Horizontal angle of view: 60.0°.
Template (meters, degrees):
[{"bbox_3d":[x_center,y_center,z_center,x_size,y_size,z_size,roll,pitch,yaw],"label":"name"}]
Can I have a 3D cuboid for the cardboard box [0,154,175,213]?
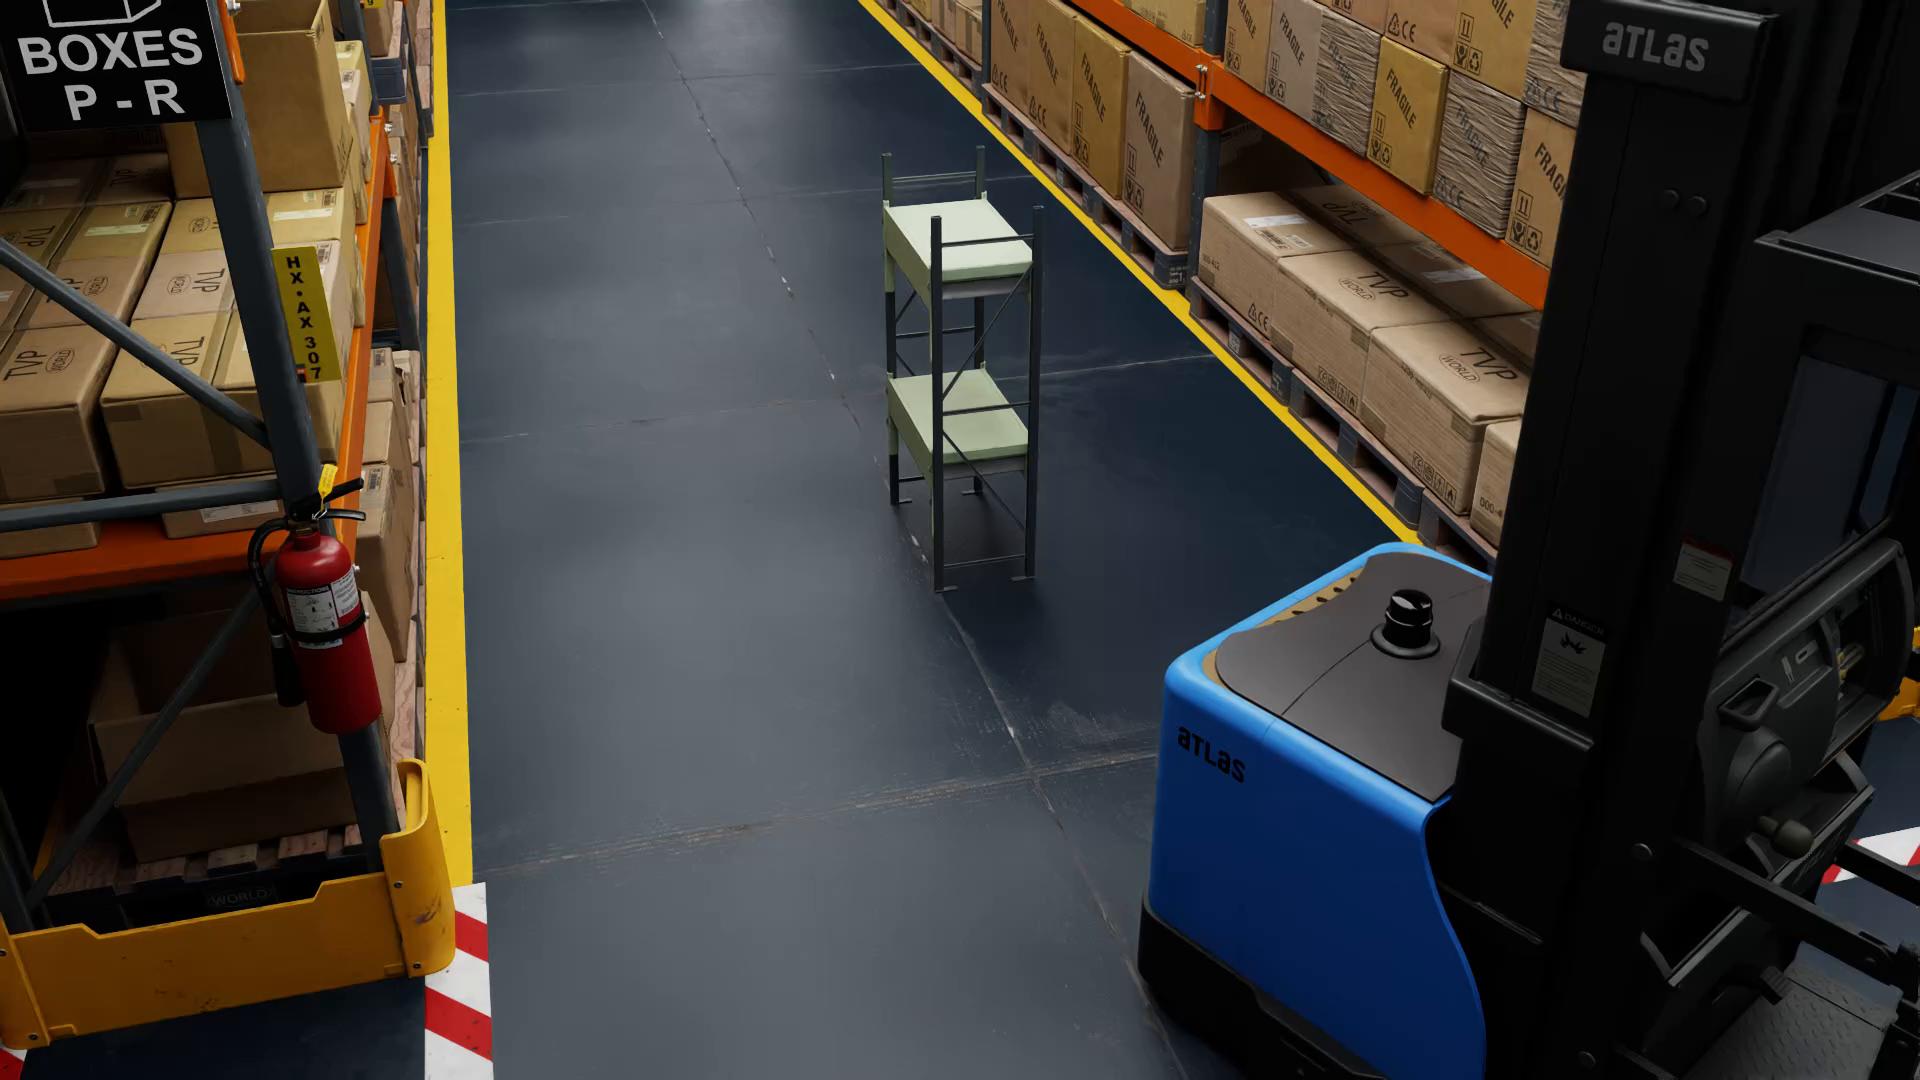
[{"bbox_3d":[-2.785,-1.053,5.428,0.500,0.250,0.500,-8,31,-13],"label":"cardboard box"}]

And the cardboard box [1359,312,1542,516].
[{"bbox_3d":[2.256,-0.542,6.831,0.875,0.438,0.875,-7,31,-12],"label":"cardboard box"}]

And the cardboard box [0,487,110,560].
[{"bbox_3d":[-2.353,-0.077,4.139,0.380,0.149,0.250,-8,31,-14],"label":"cardboard box"}]

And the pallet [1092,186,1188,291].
[{"bbox_3d":[1.440,-1.810,9.667,1.003,0.211,1.213,-8,31,-13],"label":"pallet"}]

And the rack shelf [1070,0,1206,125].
[{"bbox_3d":[1.186,-3.309,10.191,1.077,0.370,4.000,-8,31,-13],"label":"rack shelf"}]

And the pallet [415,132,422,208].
[{"bbox_3d":[-3.968,-2.352,10.603,1.003,0.211,1.213,-8,31,-13],"label":"pallet"}]

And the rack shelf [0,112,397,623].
[{"bbox_3d":[-2.537,-0.716,5.710,1.077,0.370,4.000,-8,31,-13],"label":"rack shelf"}]

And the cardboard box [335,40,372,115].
[{"bbox_3d":[-2.697,-1.843,6.793,0.500,0.250,0.500,-7,31,-12],"label":"cardboard box"}]

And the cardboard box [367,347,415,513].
[{"bbox_3d":[-2.542,-0.388,6.503,0.700,0.500,0.500,-9,31,-15],"label":"cardboard box"}]

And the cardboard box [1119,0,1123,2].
[{"bbox_3d":[1.105,-3.265,9.547,0.500,0.250,0.500,-9,31,-15],"label":"cardboard box"}]

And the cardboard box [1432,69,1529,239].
[{"bbox_3d":[2.131,-1.455,6.170,0.500,0.500,0.500,-7,31,-12],"label":"cardboard box"}]

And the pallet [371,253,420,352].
[{"bbox_3d":[-3.320,-1.174,8.567,1.003,0.211,1.213,-8,31,-13],"label":"pallet"}]

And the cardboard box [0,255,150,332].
[{"bbox_3d":[-2.520,-0.561,4.578,0.500,0.250,0.500,-8,31,-13],"label":"cardboard box"}]

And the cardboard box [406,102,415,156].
[{"bbox_3d":[-3.687,-2.606,10.334,0.500,0.500,0.500,-8,31,-14],"label":"cardboard box"}]

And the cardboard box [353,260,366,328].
[{"bbox_3d":[-2.123,-0.776,5.348,0.380,0.149,0.250,-9,31,-15],"label":"cardboard box"}]

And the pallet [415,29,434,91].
[{"bbox_3d":[-4.630,-3.709,12.947,1.003,0.211,1.213,-8,31,-13],"label":"pallet"}]

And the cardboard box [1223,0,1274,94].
[{"bbox_3d":[1.589,-2.436,7.865,0.500,0.500,0.500,-7,31,-12],"label":"cardboard box"}]

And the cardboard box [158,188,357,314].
[{"bbox_3d":[-2.138,-0.868,5.107,0.500,0.250,0.500,-8,31,-14],"label":"cardboard box"}]

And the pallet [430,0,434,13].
[{"bbox_3d":[-5.362,-5.040,15.246,1.003,0.211,1.213,-8,31,-13],"label":"pallet"}]

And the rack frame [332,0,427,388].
[{"bbox_3d":[-3.068,-1.993,7.199,1.000,3.000,0.127,-8,31,-13],"label":"rack frame"}]

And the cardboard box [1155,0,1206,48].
[{"bbox_3d":[1.355,-2.773,8.696,0.500,0.250,0.500,-9,31,-14],"label":"cardboard box"}]

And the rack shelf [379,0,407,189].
[{"bbox_3d":[-3.598,-2.648,9.048,1.077,0.370,4.000,-8,31,-13],"label":"rack shelf"}]

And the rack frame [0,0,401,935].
[{"bbox_3d":[-2.006,-0.061,3.861,1.000,3.000,0.127,-8,31,-13],"label":"rack frame"}]

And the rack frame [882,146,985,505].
[{"bbox_3d":[-0.099,-0.829,6.685,0.400,1.500,0.023,-8,31,-13],"label":"rack frame"}]

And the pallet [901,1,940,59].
[{"bbox_3d":[0.129,-4.345,14.047,1.003,0.211,1.213,-8,31,-13],"label":"pallet"}]

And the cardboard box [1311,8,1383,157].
[{"bbox_3d":[1.845,-1.952,7.028,0.500,0.500,0.500,-8,31,-13],"label":"cardboard box"}]

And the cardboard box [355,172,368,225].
[{"bbox_3d":[-2.419,-1.269,6.198,0.380,0.149,0.250,-8,31,-14],"label":"cardboard box"}]

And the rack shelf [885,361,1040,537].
[{"bbox_3d":[-0.002,-0.370,6.543,0.431,0.370,0.720,-8,31,-13],"label":"rack shelf"}]

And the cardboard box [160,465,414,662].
[{"bbox_3d":[-2.266,0.113,5.636,0.700,0.500,0.500,-7,31,-11],"label":"cardboard box"}]

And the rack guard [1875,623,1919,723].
[{"bbox_3d":[2.785,0.371,5.611,1.175,0.500,0.348,-8,31,-13],"label":"rack guard"}]

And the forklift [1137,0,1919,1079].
[{"bbox_3d":[1.844,0.355,3.211,1.130,2.935,3.031,-24,38,-35],"label":"forklift"}]

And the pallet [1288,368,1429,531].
[{"bbox_3d":[2.171,-0.480,7.368,1.003,0.211,1.213,-8,31,-13],"label":"pallet"}]

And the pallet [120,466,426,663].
[{"bbox_3d":[-2.559,0.136,6.304,1.003,0.211,1.213,-8,31,-13],"label":"pallet"}]

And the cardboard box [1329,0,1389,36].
[{"bbox_3d":[1.863,-2.375,6.761,0.500,0.500,0.500,-7,31,-12],"label":"cardboard box"}]

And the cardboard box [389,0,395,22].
[{"bbox_3d":[-3.118,-2.731,7.956,0.700,0.500,0.500,-8,31,-13],"label":"cardboard box"}]

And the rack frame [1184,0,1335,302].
[{"bbox_3d":[1.717,-2.655,8.342,1.000,3.000,0.127,-8,31,-13],"label":"rack frame"}]

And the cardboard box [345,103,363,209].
[{"bbox_3d":[-2.430,-1.361,5.959,0.500,0.250,0.500,-8,31,-14],"label":"cardboard box"}]

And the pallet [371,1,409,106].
[{"bbox_3d":[-3.174,-2.310,7.939,1.003,0.211,1.213,-8,31,-13],"label":"pallet"}]

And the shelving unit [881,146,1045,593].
[{"bbox_3d":[-0.002,-0.652,6.380,0.431,1.500,0.755,-8,31,-13],"label":"shelving unit"}]

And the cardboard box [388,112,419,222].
[{"bbox_3d":[-3.390,-2.105,9.469,0.500,0.500,0.500,-9,31,-15],"label":"cardboard box"}]

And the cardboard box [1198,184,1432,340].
[{"bbox_3d":[1.780,-1.410,8.330,0.875,0.438,0.875,-8,31,-14],"label":"cardboard box"}]

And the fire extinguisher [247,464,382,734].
[{"bbox_3d":[-1.521,0.143,3.957,0.296,0.674,0.183,-8,31,-13],"label":"fire extinguisher"}]

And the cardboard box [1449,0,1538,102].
[{"bbox_3d":[2.126,-1.888,5.919,0.500,0.500,0.500,-8,31,-14],"label":"cardboard box"}]

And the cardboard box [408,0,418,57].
[{"bbox_3d":[-4.642,-4.022,12.655,0.875,0.625,0.625,-9,31,-15],"label":"cardboard box"}]

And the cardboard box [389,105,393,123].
[{"bbox_3d":[-3.429,-2.456,9.428,0.380,0.149,0.250,-9,31,-16],"label":"cardboard box"}]

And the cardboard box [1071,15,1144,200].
[{"bbox_3d":[1.228,-2.641,10.020,0.875,0.875,0.875,-7,31,-12],"label":"cardboard box"}]

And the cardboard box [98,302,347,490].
[{"bbox_3d":[-1.867,-0.380,4.265,0.500,0.250,0.500,-8,31,-13],"label":"cardboard box"}]

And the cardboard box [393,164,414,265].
[{"bbox_3d":[-3.130,-1.612,8.617,0.500,0.500,0.500,-8,31,-14],"label":"cardboard box"}]

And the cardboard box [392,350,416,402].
[{"bbox_3d":[-2.637,-0.711,7.410,0.380,0.149,0.250,-9,31,-15],"label":"cardboard box"}]

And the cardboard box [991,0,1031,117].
[{"bbox_3d":[0.759,-3.504,11.511,0.875,0.875,0.875,-8,31,-14],"label":"cardboard box"}]

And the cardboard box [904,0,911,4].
[{"bbox_3d":[-0.071,-4.963,14.534,0.950,0.372,0.625,-6,31,-10],"label":"cardboard box"}]

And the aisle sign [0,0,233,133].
[{"bbox_3d":[-1.705,-1.192,3.220,0.394,0.787,0.004,-8,31,-13],"label":"aisle sign"}]

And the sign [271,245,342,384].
[{"bbox_3d":[-1.483,-0.508,3.769,0.100,0.325,0.005,-8,31,-13],"label":"sign"}]

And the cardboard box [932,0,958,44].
[{"bbox_3d":[0.311,-4.261,13.321,0.950,0.372,0.625,-8,31,-14],"label":"cardboard box"}]

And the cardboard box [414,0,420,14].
[{"bbox_3d":[-5.042,-4.760,13.931,0.875,0.625,0.625,-6,31,-11],"label":"cardboard box"}]

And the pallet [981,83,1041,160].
[{"bbox_3d":[0.792,-2.989,11.703,1.003,0.211,1.213,-8,31,-13],"label":"pallet"}]

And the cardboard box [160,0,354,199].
[{"bbox_3d":[-2.265,-1.429,5.328,0.500,0.500,0.500,-7,31,-12],"label":"cardboard box"}]
